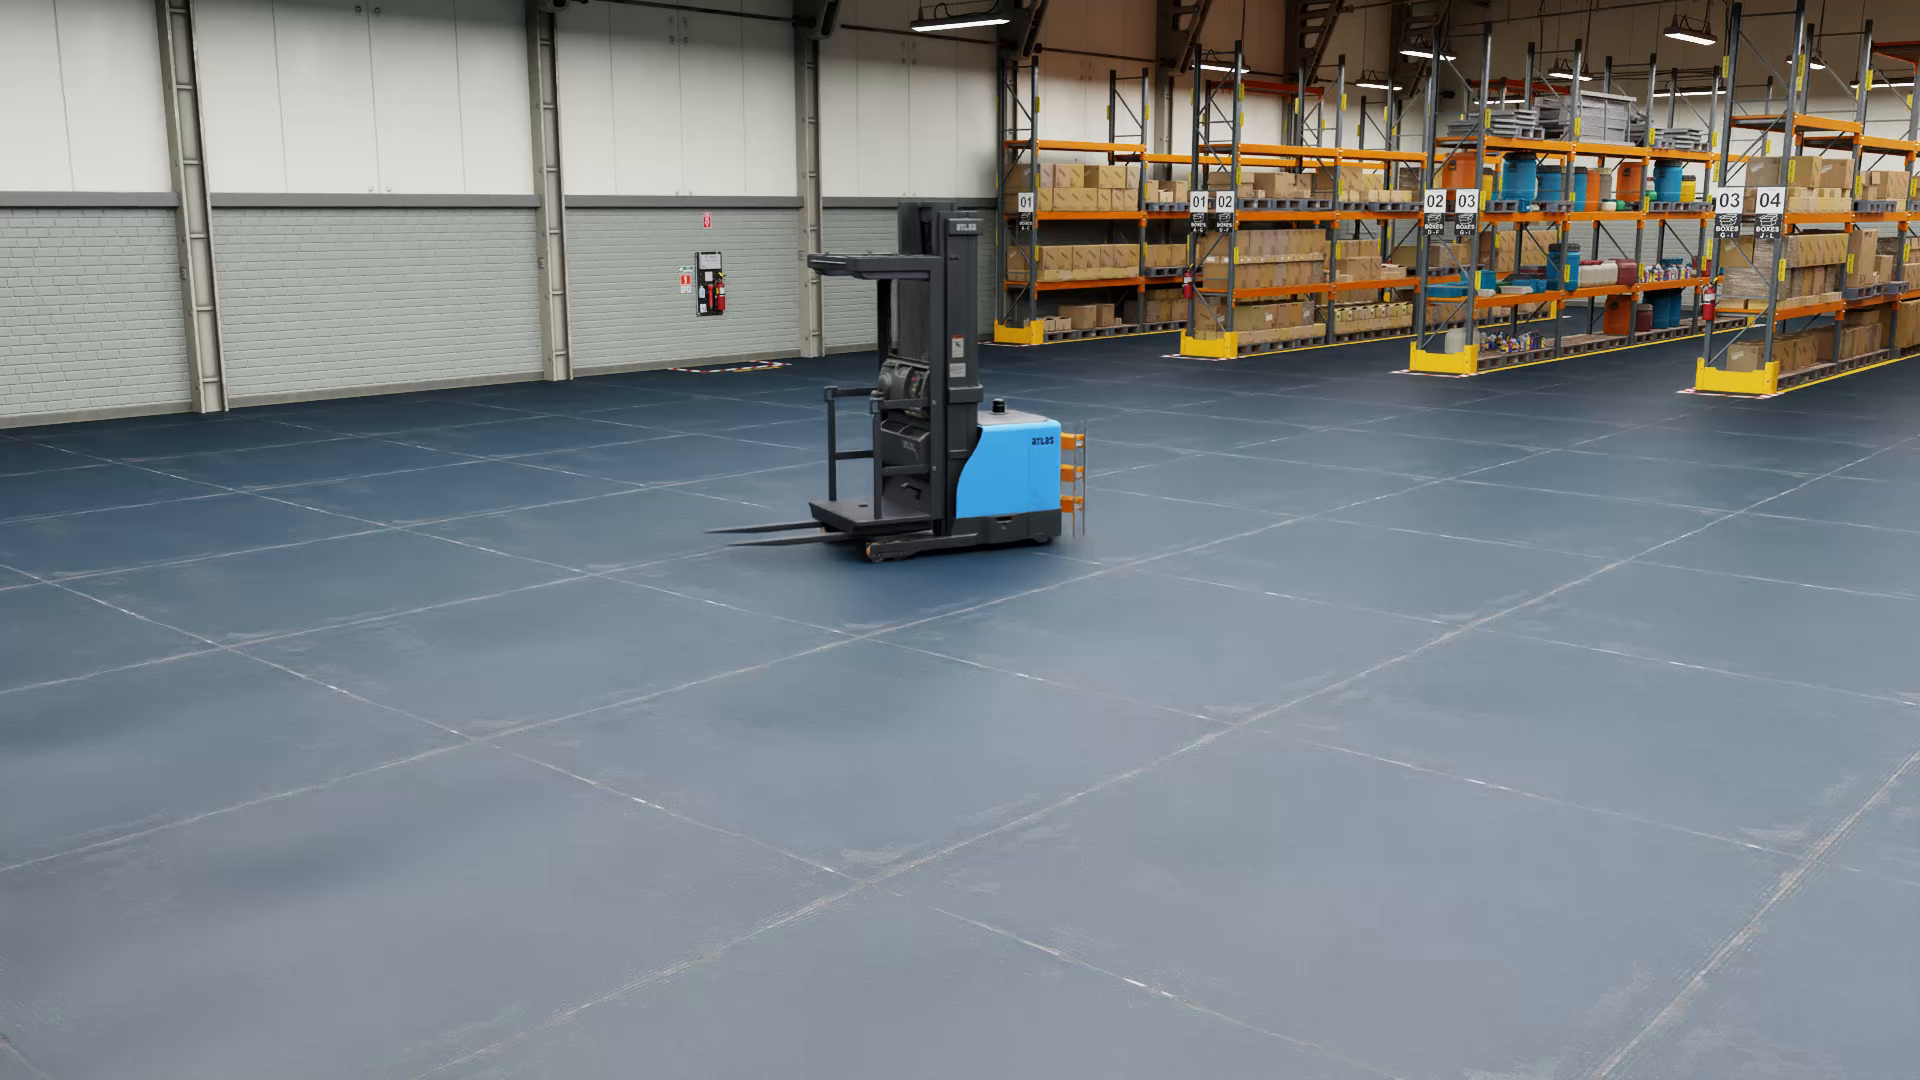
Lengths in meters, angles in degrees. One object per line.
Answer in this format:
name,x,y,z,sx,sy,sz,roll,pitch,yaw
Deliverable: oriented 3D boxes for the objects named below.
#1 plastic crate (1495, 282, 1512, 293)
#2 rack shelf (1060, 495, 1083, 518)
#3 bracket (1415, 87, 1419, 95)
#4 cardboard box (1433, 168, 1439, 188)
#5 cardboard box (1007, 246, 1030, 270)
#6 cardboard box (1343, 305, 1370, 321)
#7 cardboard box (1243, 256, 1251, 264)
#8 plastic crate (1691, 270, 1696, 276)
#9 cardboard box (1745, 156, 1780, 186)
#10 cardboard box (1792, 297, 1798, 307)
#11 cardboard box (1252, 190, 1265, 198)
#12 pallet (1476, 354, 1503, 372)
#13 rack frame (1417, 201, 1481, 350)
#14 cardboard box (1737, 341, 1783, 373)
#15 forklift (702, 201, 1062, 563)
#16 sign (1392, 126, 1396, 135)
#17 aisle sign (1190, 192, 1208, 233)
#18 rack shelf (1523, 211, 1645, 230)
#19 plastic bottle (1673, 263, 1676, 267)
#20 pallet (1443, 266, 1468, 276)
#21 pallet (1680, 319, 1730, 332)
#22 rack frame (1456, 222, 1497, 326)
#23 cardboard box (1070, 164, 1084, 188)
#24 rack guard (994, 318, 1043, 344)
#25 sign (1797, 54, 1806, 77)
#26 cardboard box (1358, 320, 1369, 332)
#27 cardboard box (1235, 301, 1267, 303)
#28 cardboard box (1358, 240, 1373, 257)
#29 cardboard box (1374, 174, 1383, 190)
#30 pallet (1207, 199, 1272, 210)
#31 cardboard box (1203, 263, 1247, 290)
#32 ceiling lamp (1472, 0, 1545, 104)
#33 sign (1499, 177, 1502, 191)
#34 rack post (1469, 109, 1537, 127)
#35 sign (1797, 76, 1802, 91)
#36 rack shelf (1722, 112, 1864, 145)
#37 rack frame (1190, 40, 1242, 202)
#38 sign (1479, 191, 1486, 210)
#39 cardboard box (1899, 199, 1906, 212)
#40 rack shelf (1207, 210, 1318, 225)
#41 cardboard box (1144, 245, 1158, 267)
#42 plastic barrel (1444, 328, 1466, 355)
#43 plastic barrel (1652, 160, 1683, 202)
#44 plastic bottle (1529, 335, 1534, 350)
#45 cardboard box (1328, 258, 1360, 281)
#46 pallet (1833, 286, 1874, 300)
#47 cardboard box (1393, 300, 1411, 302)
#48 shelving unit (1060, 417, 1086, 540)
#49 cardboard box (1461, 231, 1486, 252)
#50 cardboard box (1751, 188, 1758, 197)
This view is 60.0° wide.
plastic crate,10.200,-4.812,31.687,0.450,0.188,0.662,10,15,40
rack shelf,0.955,-0.265,14.832,0.240,0.259,0.215,7,13,32
bracket,13.461,-13.357,49.420,0.235,0.232,0.430,10,15,40
cardboard box,10.859,-8.457,38.930,0.500,0.500,0.500,10,15,40
cardboard box,1.377,-6.172,36.374,0.500,0.500,0.500,10,15,40
cardboard box,8.725,-5.031,36.756,0.500,0.311,0.500,9,14,38
cardboard box,5.542,-5.568,33.018,0.380,0.149,0.250,9,15,39
plastic crate,17.003,-6.206,38.646,0.396,0.136,0.243,10,15,40
cardboard box,13.221,-6.022,27.254,0.500,0.500,0.500,10,15,40
cardboard box,13.431,-3.883,27.134,0.380,0.149,0.250,10,15,40
cardboard box,5.858,-6.904,33.174,0.380,0.149,0.250,10,15,40
pallet,9.223,-3.259,30.491,1.003,0.211,1.213,10,15,40
rack frame,8.667,-4.491,29.537,1.000,3.000,0.127,10,15,40
cardboard box,13.182,-3.013,27.446,0.500,0.500,0.500,-7,13,-33
forklift,-0.663,-1.367,14.073,3.031,2.935,1.130,-6,13,-26
sign,12.186,-11.492,46.687,0.100,0.325,0.005,10,15,40
aisle sign,4.685,-6.435,32.633,0.394,0.787,0.004,10,15,40
rack shelf,12.628,-6.492,33.733,1.077,0.370,4.000,10,15,40
plastic bottle,16.120,-6.073,37.585,0.144,0.351,0.185,10,15,40
pallet,11.510,-6.501,40.093,1.003,0.211,1.213,10,15,40
pallet,17.850,-5.182,40.119,1.003,0.211,1.213,10,15,40
rack frame,12.870,-6.897,41.585,1.000,3.000,0.127,10,15,40
cardboard box,2.361,-7.961,36.394,0.500,0.500,0.500,10,15,42
rack guard,1.276,-4.557,36.250,1.175,0.500,0.348,10,15,40
sign,12.795,-7.219,25.292,0.100,0.325,0.005,10,15,40
cardboard box,8.720,-4.757,36.816,0.500,0.250,0.500,9,15,39
cardboard box,6.060,-4.697,34.602,0.500,0.500,0.500,10,15,40
cardboard box,10.986,-8.088,46.781,0.980,0.700,0.700,10,15,40
cardboard box,11.509,-10.003,46.616,0.500,0.500,0.500,10,15,40
pallet,5.435,-6.660,32.965,1.003,0.211,1.213,10,15,40
cardboard box,5.267,-5.248,33.072,0.700,0.500,0.500,10,15,40
ceiling lamp,15.456,-13.998,46.919,2.000,3.185,0.800,10,15,40
sign,13.290,-8.744,40.846,0.100,0.325,0.005,10,15,40
rack post,9.923,-7.685,30.404,0.937,0.300,0.954,9,15,39
sign,14.608,-7.987,28.937,0.100,0.325,0.005,10,15,40
rack shelf,13.708,-6.732,27.287,1.077,0.370,4.000,10,15,40
rack frame,4.949,-8.074,32.158,1.000,3.000,0.127,10,15,40
sign,9.078,-5.894,28.883,0.100,0.325,0.005,10,15,40
cardboard box,17.539,-6.323,31.435,0.500,0.250,0.500,10,15,40
rack shelf,7.827,-8.361,43.093,1.077,0.370,4.000,10,15,40
cardboard box,4.228,-6.695,39.196,0.700,0.500,0.500,10,15,41
plastic barrel,9.044,-3.583,30.273,0.421,0.512,0.421,0,11,0
plastic barrel,15.577,-7.908,36.636,0.600,0.901,0.708,10,15,40
plastic bottle,10.896,-3.773,31.757,0.133,0.283,0.061,-11,16,-44
cardboard box,8.457,-5.958,36.626,0.500,0.500,0.500,-11,16,-43
pallet,15.642,-4.438,29.765,1.003,0.211,1.213,10,15,40
cardboard box,10.671,-5.467,39.681,0.500,0.500,0.500,11,15,43
shelving unit,0.955,-0.548,14.776,0.252,1.050,0.215,7,13,32
cardboard box,13.010,-7.544,42.018,0.500,0.500,0.500,10,15,41
cardboard box,12.597,-5.548,26.535,0.380,0.149,0.250,9,14,39
